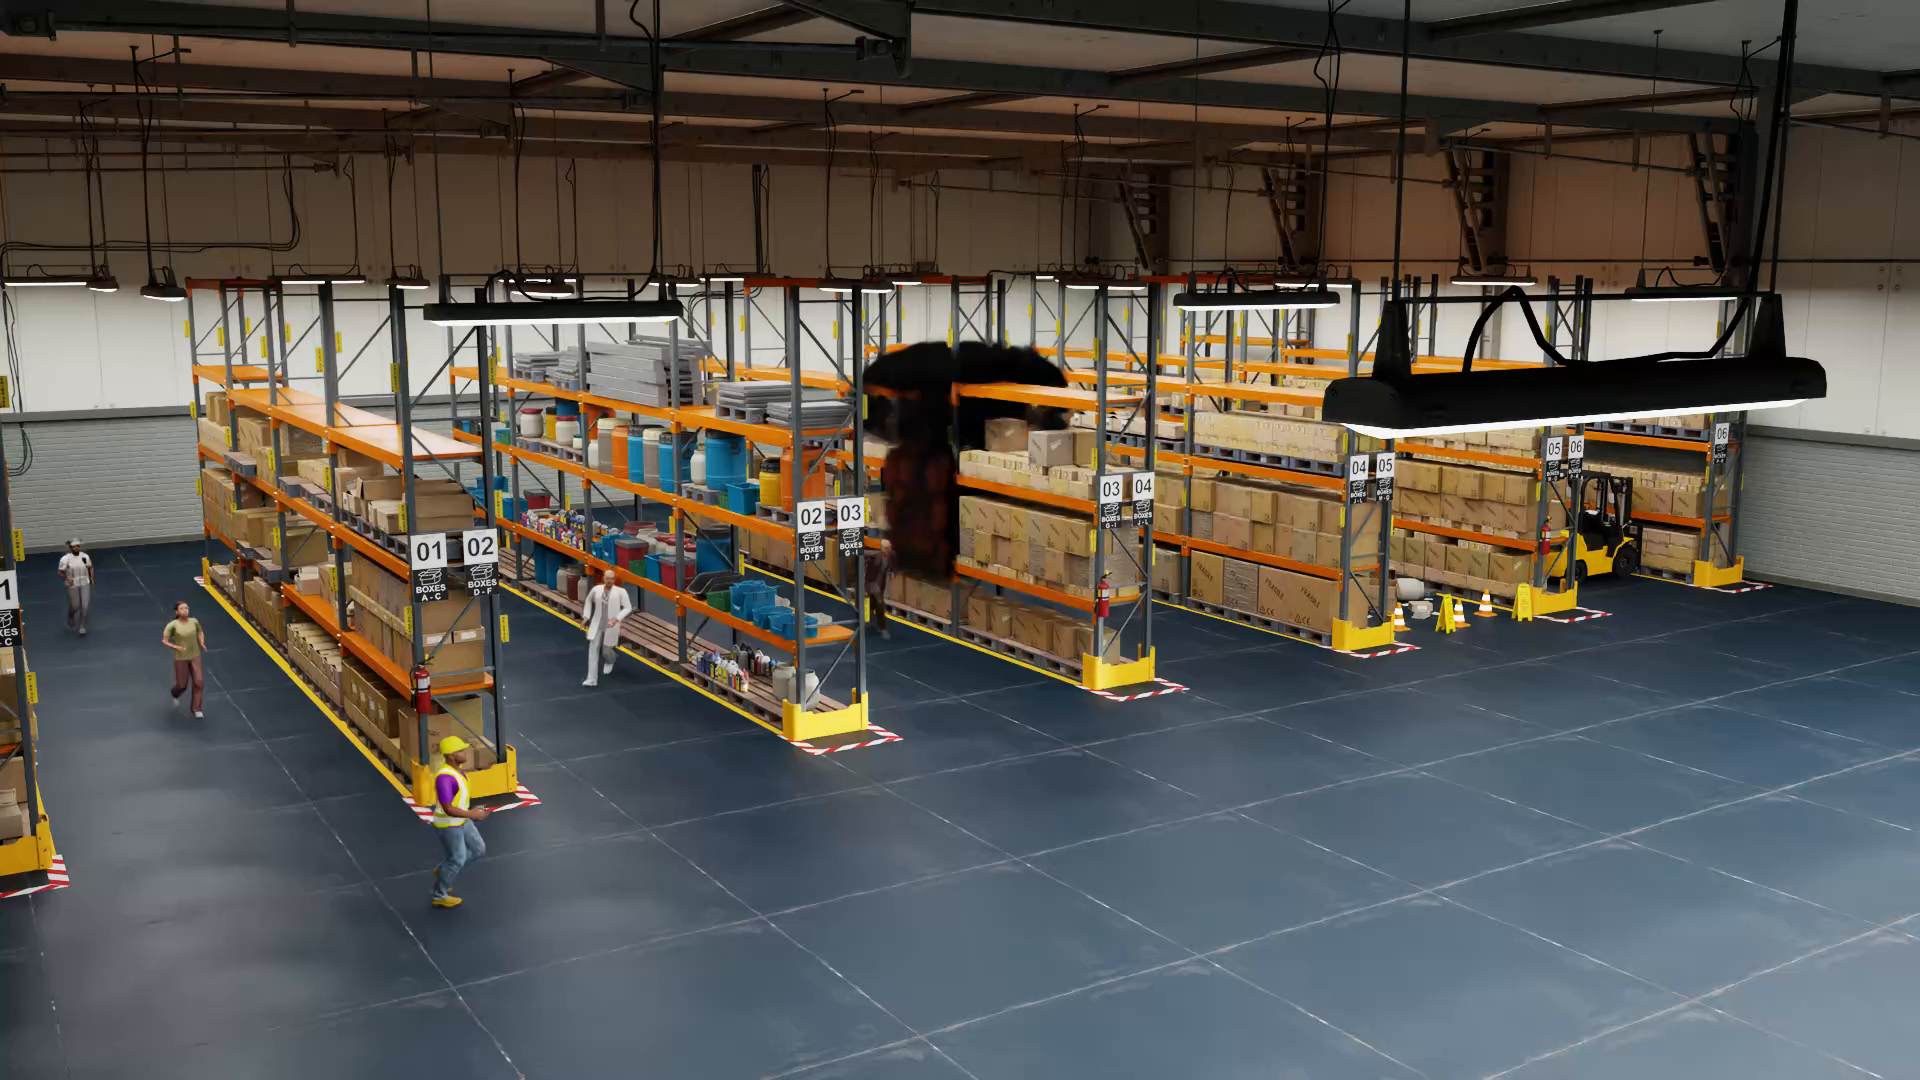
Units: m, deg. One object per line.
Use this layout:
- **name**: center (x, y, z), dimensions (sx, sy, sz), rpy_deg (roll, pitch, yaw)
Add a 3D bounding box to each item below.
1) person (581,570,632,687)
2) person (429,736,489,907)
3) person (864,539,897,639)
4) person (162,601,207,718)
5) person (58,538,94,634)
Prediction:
- **person**: center (-5.312, 1.306, 25.014), dimensions (0.752, 1.735, 1.039), rpy_deg (1, 10, 4)
- **person**: center (-4.946, 2.762, 16.406), dimensions (0.639, 1.714, 0.688), rpy_deg (-1, 10, -6)
- **person**: center (-1.489, 0.797, 28.360), dimensions (0.753, 1.744, 1.055), rpy_deg (-6, 11, -33)
- **person**: center (-10.834, 1.650, 23.294), dimensions (0.588, 1.628, 0.758), rpy_deg (-9, 13, -44)
- **person**: center (-15.108, 0.766, 28.476), dimensions (0.562, 1.655, 0.589), rpy_deg (-9, 13, -42)
